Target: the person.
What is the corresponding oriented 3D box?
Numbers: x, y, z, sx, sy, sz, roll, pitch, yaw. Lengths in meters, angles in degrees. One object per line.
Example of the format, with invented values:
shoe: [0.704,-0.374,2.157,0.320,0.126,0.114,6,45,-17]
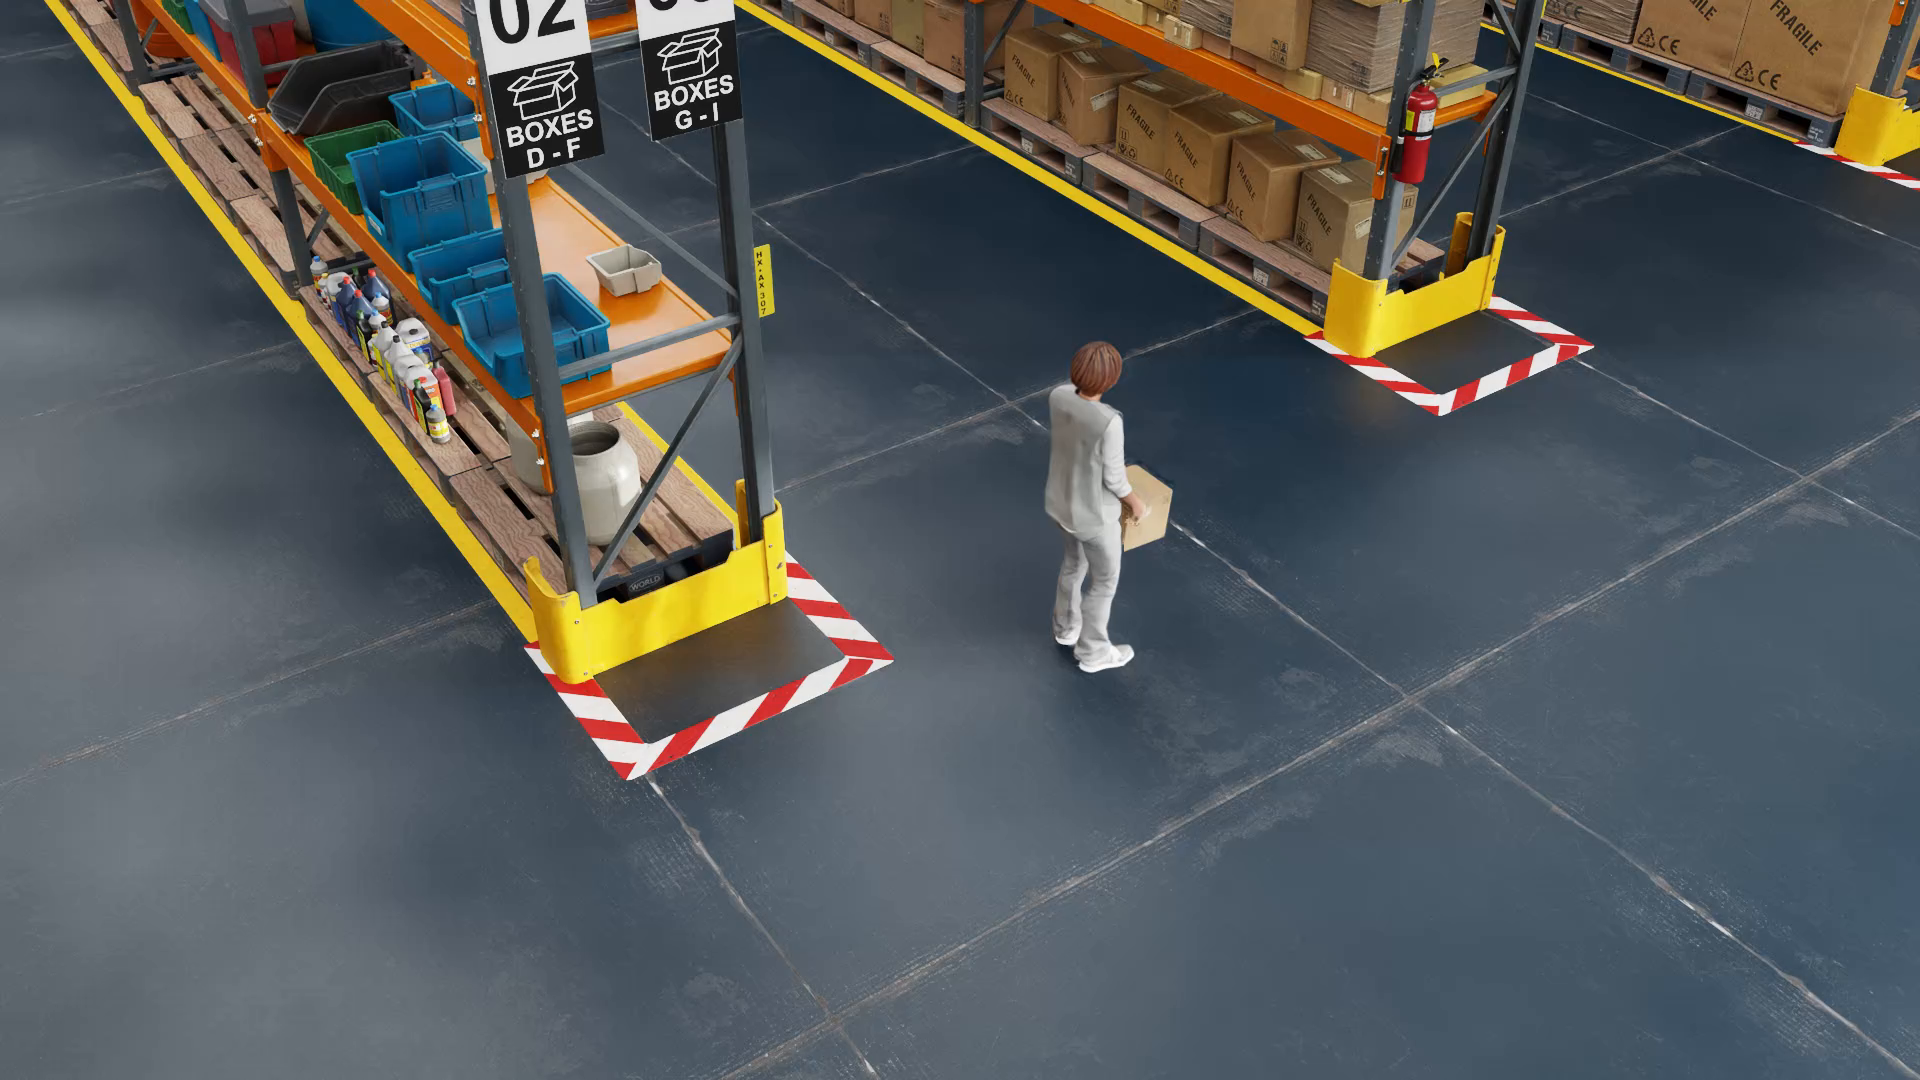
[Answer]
person: [0.565,-0.147,7.197,0.371,1.602,0.445,-24,43,-28]
